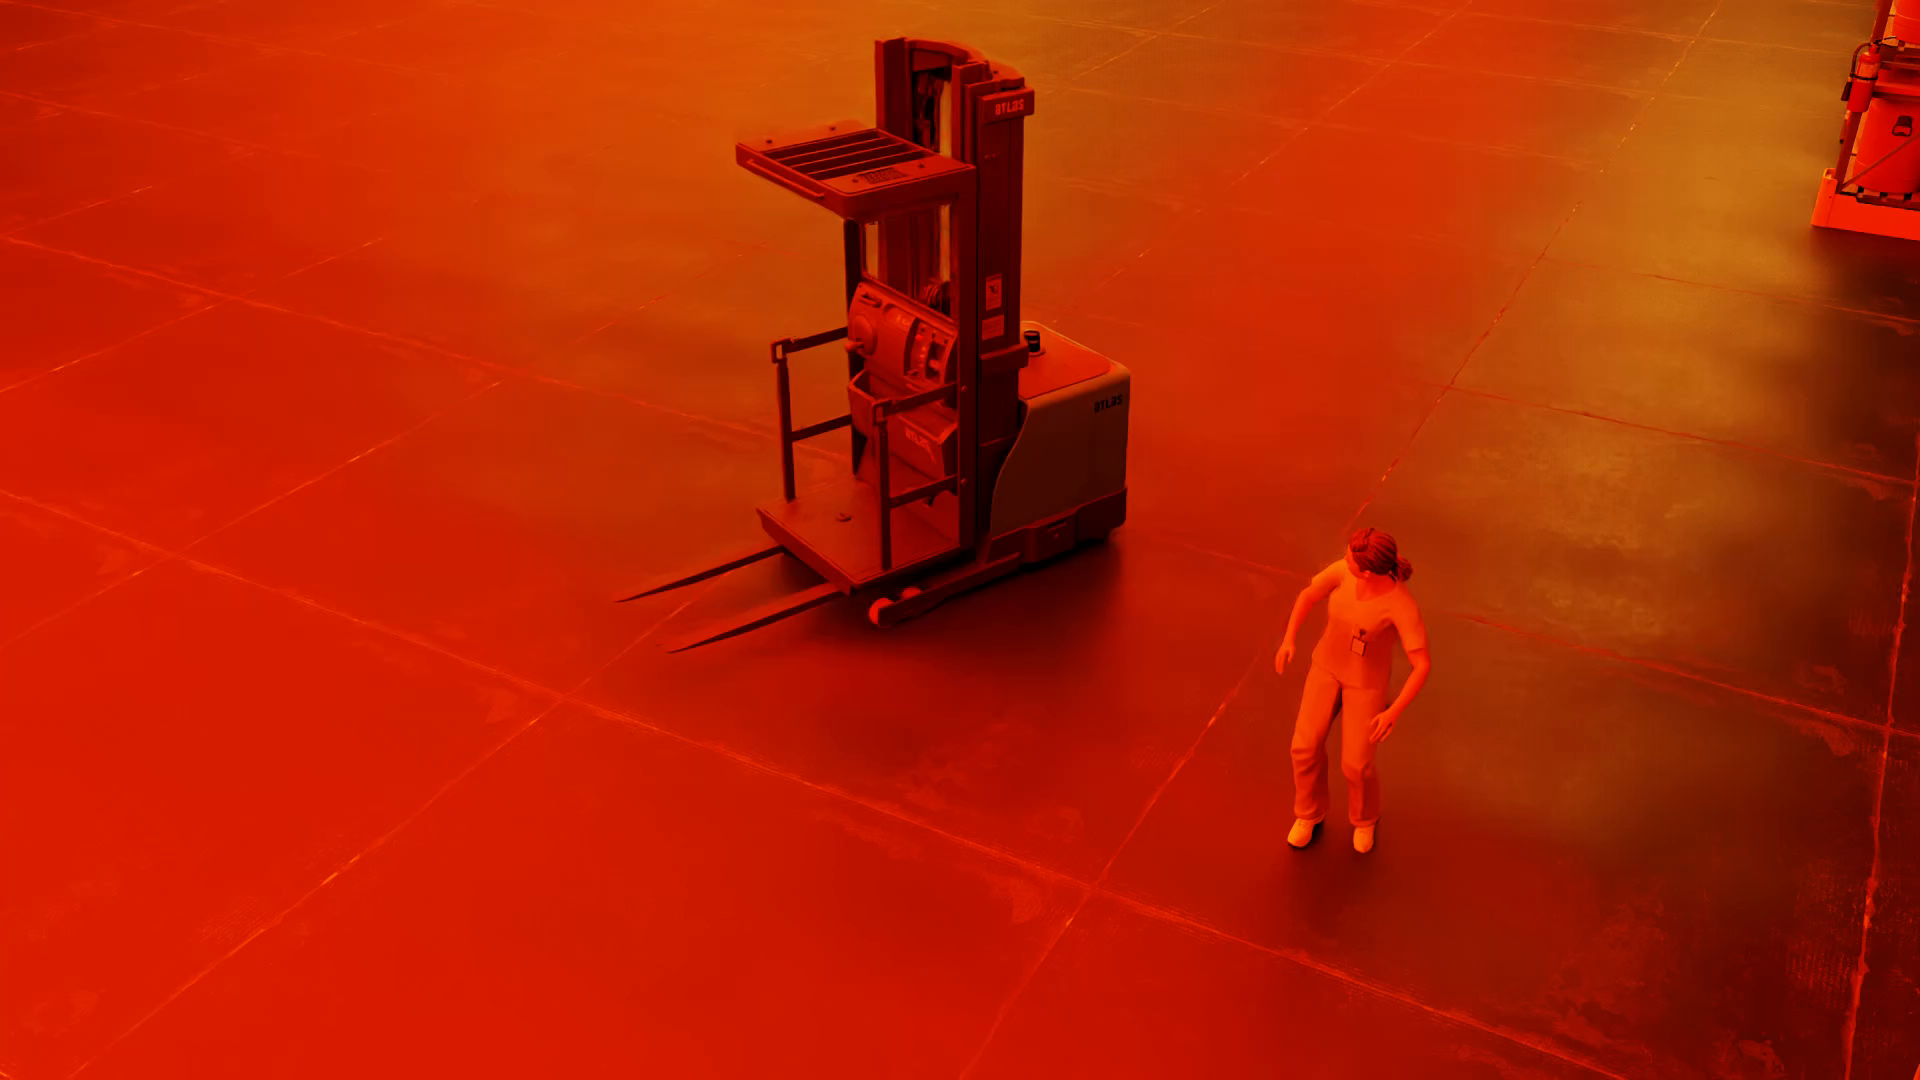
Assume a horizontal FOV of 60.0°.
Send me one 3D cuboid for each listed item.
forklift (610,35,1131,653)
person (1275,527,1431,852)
[{"bbox_3d":[-0.487,-1.082,8.945,3.031,2.935,1.130,-20,36,-31],"label":"forklift"},{"bbox_3d":[1.699,0.664,7.278,0.673,1.621,0.534,22,37,33],"label":"person"}]
